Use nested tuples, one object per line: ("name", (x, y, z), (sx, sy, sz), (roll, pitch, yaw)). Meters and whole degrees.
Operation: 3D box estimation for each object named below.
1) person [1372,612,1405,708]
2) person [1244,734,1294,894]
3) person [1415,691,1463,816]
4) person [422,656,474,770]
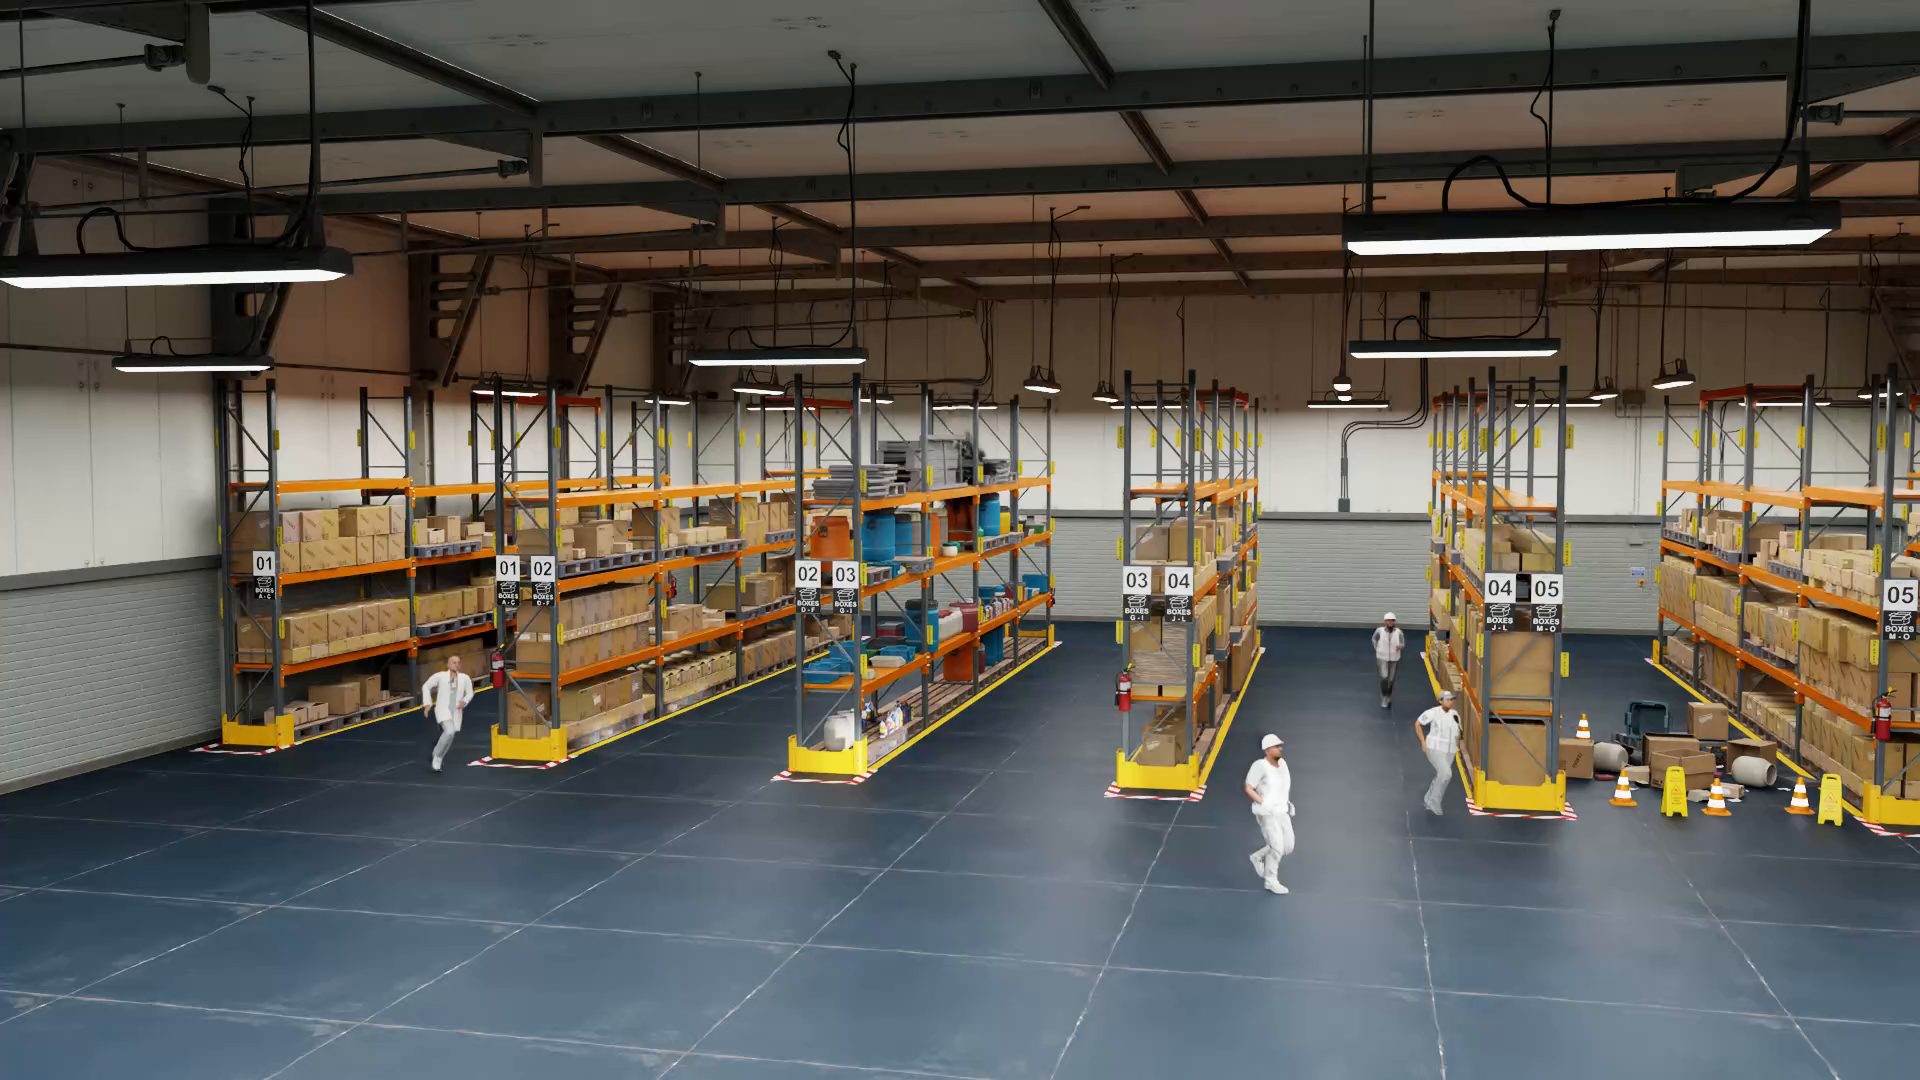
("person", (8.070, 2.258, 31.275), (0.574, 1.811, 0.847), (0, 3, 3))
("person", (3.409, 3.020, 18.471), (0.687, 1.746, 0.595), (-3, 5, -43))
("person", (6.489, 2.846, 22.307), (0.582, 1.632, 0.617), (-1, 4, -21))
("person", (-7.697, 2.740, 25.166), (0.702, 1.472, 0.655), (-3, 4, -37))
